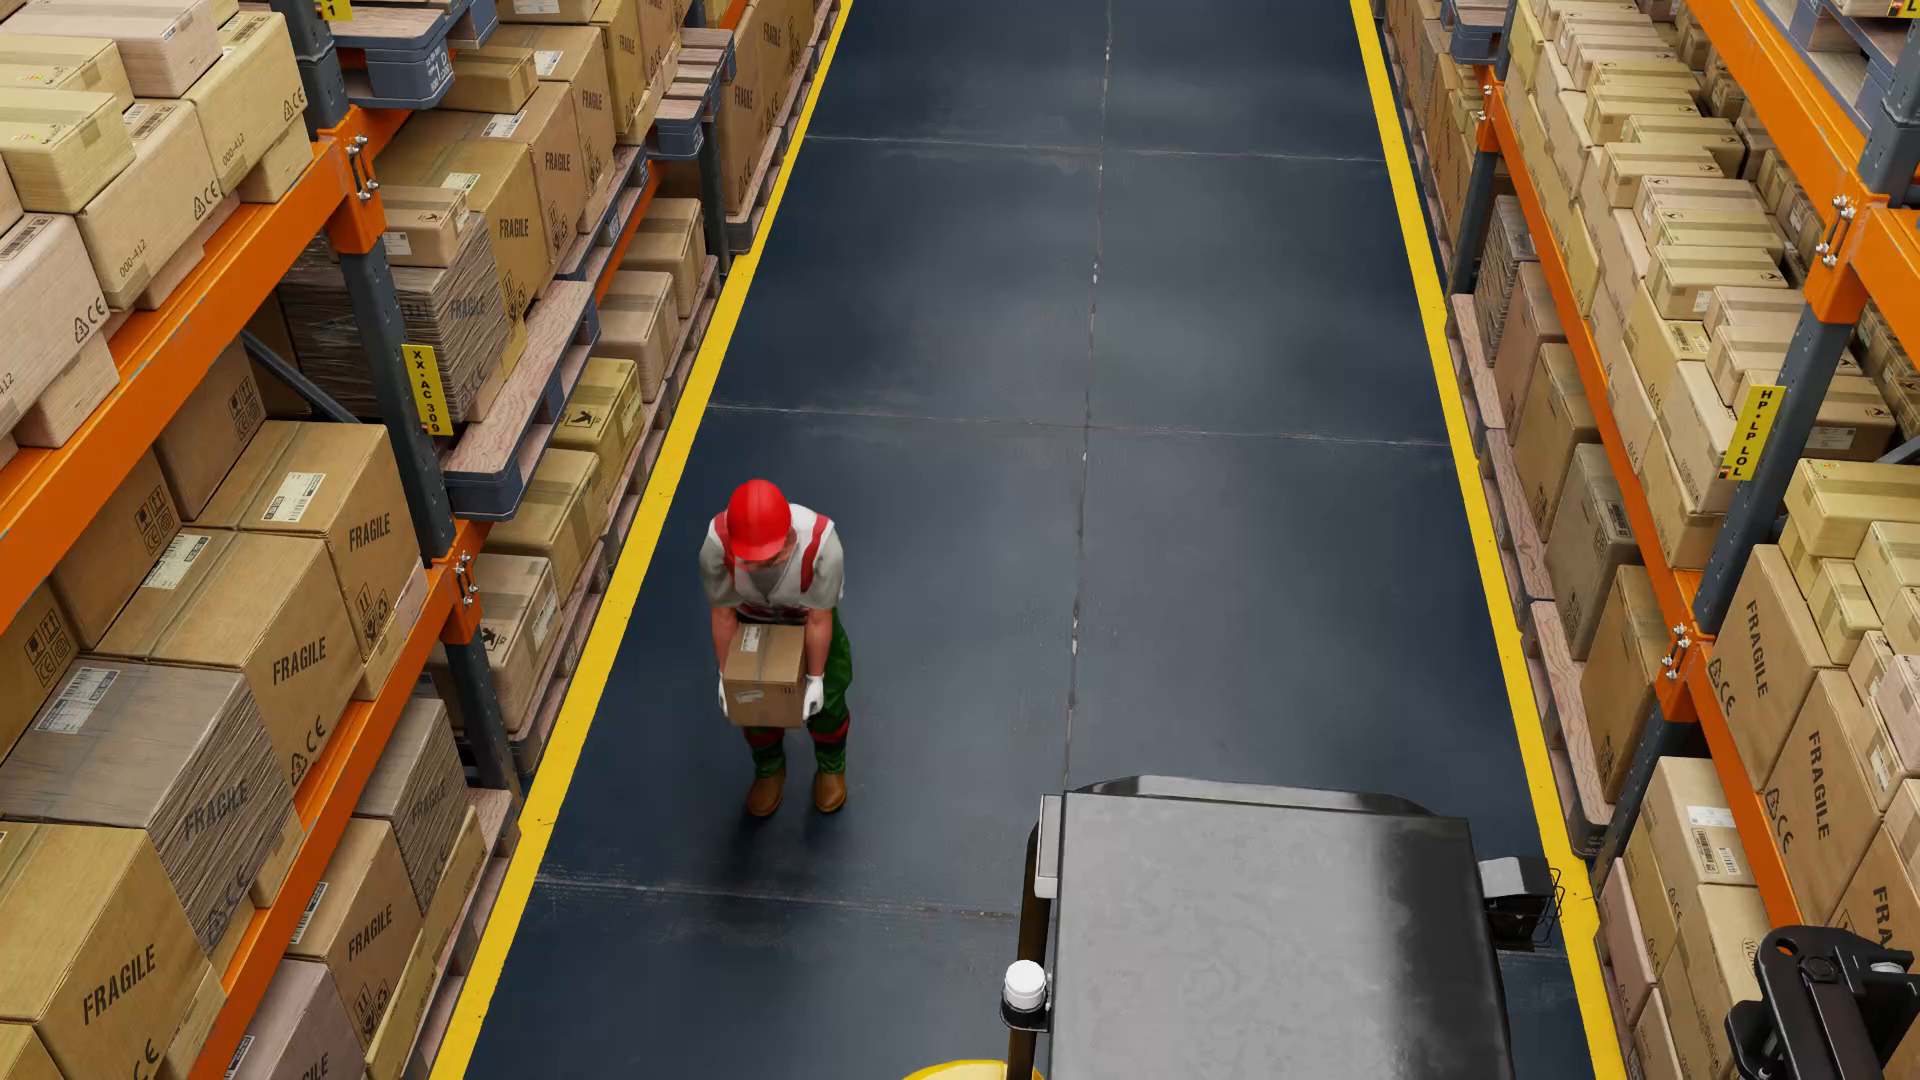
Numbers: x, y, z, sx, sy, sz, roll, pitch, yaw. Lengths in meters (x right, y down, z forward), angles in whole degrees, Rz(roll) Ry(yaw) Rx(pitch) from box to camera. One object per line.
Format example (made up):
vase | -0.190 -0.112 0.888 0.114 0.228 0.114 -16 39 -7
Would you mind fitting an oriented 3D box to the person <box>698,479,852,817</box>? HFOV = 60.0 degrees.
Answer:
person | -0.622 0.363 5.791 0.483 1.671 0.687 2 40 3
